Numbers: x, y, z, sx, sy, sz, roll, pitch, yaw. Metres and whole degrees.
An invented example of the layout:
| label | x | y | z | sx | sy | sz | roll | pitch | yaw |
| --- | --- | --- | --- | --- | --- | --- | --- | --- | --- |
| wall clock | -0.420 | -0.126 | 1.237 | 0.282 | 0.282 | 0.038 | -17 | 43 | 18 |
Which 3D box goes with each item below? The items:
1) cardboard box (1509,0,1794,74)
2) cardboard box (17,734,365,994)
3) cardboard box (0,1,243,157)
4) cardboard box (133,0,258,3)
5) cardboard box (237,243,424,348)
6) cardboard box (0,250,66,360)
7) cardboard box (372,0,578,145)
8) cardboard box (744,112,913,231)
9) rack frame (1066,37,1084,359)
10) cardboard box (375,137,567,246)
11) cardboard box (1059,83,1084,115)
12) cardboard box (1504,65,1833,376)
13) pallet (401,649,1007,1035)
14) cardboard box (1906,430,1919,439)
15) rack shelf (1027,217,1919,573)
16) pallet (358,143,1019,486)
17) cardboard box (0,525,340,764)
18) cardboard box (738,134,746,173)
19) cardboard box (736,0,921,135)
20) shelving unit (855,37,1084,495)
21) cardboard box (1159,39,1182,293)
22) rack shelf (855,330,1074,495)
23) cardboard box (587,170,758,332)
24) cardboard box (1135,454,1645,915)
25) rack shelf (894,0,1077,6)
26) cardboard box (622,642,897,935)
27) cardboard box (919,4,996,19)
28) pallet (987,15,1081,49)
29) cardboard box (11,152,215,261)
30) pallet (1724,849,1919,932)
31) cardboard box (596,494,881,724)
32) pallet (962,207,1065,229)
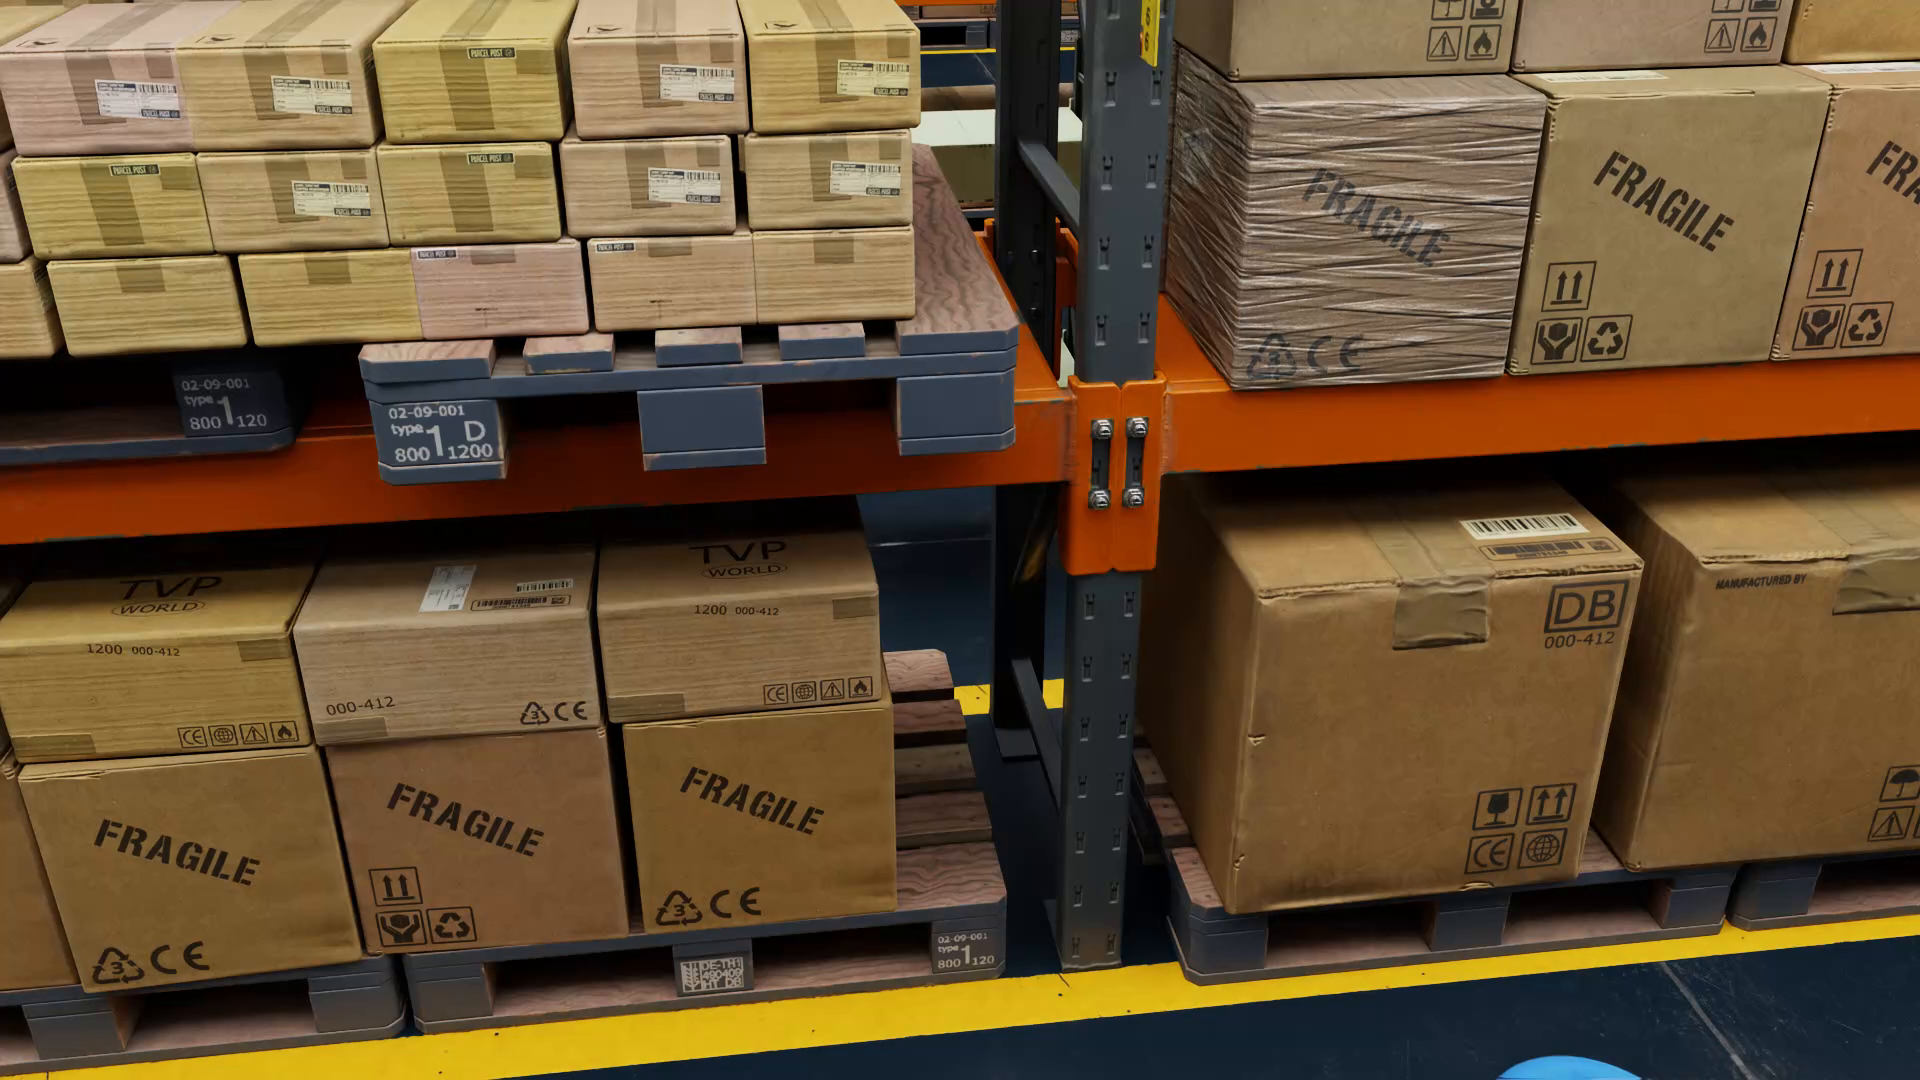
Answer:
| label | x | y | z | sx | sy | sz | roll | pitch | yaw |
| --- | --- | --- | --- | --- | --- | --- | --- | --- | --- |
| cardboard box | 1.154 | -1.202 | 3.103 | 0.500 | 0.500 | 0.700 | -4 | 27 | -8 |
| cardboard box | -1.444 | 0.501 | 3.265 | 0.500 | 0.500 | 0.500 | -5 | 28 | -9 |
| cardboard box | -1.226 | -0.695 | 2.482 | 0.250 | 0.149 | 0.380 | -4 | 27 | -7 |
| cardboard box | -1.316 | -0.988 | 3.053 | 0.250 | 0.149 | 0.380 | -2 | 27 | -5 |
| cardboard box | -0.965 | -0.446 | 2.650 | 0.250 | 0.149 | 0.380 | -4 | 27 | -8 |
| cardboard box | -1.488 | -0.413 | 2.584 | 0.250 | 0.149 | 0.380 | -3 | 27 | -6 |
| cardboard box | -0.722 | -0.726 | 2.543 | 0.250 | 0.149 | 0.380 | -3 | 27 | -6 |
| cardboard box | -0.218 | -0.626 | 2.674 | 0.250 | 0.149 | 0.380 | -3 | 27 | -6 |
| rack frame | 0.369 | -0.691 | 4.954 | 0.023 | 1.500 | 0.400 | -4 | 27 | -7 |
| cardboard box | -0.743 | -0.591 | 2.605 | 0.250 | 0.149 | 0.380 | -3 | 27 | -6 |
| cardboard box | 0.708 | -1.987 | 8.256 | 0.625 | 0.372 | 0.950 | -4 | 27 | -8 |
| cardboard box | 1.193 | -0.641 | 3.104 | 0.500 | 0.500 | 0.500 | -4 | 27 | -8 |
| pallet | -0.567 | 0.633 | 3.784 | 1.213 | 0.211 | 1.003 | -4 | 27 | -7 |
| cardboard box | 2.610 | 0.043 | 3.884 | 0.750 | 0.750 | 1.050 | -4 | 27 | -7 |
| rack shelf | 2.188 | -0.463 | 3.655 | 4.000 | 0.370 | 1.077 | -4 | 27 | -7 |
| pallet | -0.483 | -0.477 | 3.105 | 1.003 | 0.211 | 1.213 | -4 | 27 | -7 |
| cardboard box | -1.437 | 0.160 | 3.110 | 0.500 | 0.250 | 0.500 | -3 | 27 | -6 |
| cardboard box | -0.529 | -0.777 | 3.294 | 0.250 | 0.149 | 0.380 | -2 | 27 | -5 |
| cardboard box | -0.214 | -0.758 | 2.604 | 0.250 | 0.149 | 0.380 | -5 | 28 | -9 |
| shelving unit | 0.007 | -0.668 | 4.908 | 0.755 | 1.500 | 0.431 | -4 | 27 | -7 |
| cardboard box | 0.616 | -0.851 | 3.513 | 0.500 | 0.500 | 0.500 | -4 | 27 | -7 |
| rack shelf | 0.007 | -0.378 | 5.057 | 0.720 | 0.370 | 0.431 | -4 | 27 | -7 |
| cardboard box | -0.463 | -0.477 | 2.709 | 0.250 | 0.149 | 0.380 | -4 | 27 | -7 |
| cardboard box | 0.823 | 0.160 | 3.657 | 0.750 | 0.750 | 1.050 | -4 | 27 | -8 |
| rack shelf | 1.398 | -2.695 | 8.004 | 4.000 | 0.370 | 1.077 | -4 | 27 | -7 |
| cardboard box | -0.408 | 0.429 | 3.406 | 0.500 | 0.500 | 0.500 | -4 | 27 | -7 |
| cardboard box | -0.012 | -4.340 | 12.564 | 0.625 | 0.625 | 0.875 | -3 | 27 | -5 |
| pallet | 0.749 | -4.001 | 12.817 | 1.213 | 0.211 | 1.003 | -4 | 27 | -7 |
| cardboard box | -1.237 | -0.560 | 2.546 | 0.250 | 0.149 | 0.380 | -4 | 27 | -7 |
| pallet | 2.204 | 0.492 | 4.059 | 1.213 | 0.211 | 1.003 | -4 | 27 | -7 |
| cardboard box | -0.433 | 0.097 | 3.231 | 0.500 | 0.250 | 0.500 | -4 | 27 | -8 |
| pallet | 0.192 | -1.696 | 8.324 | 1.213 | 0.211 | 1.003 | -4 | 27 | -7 |
